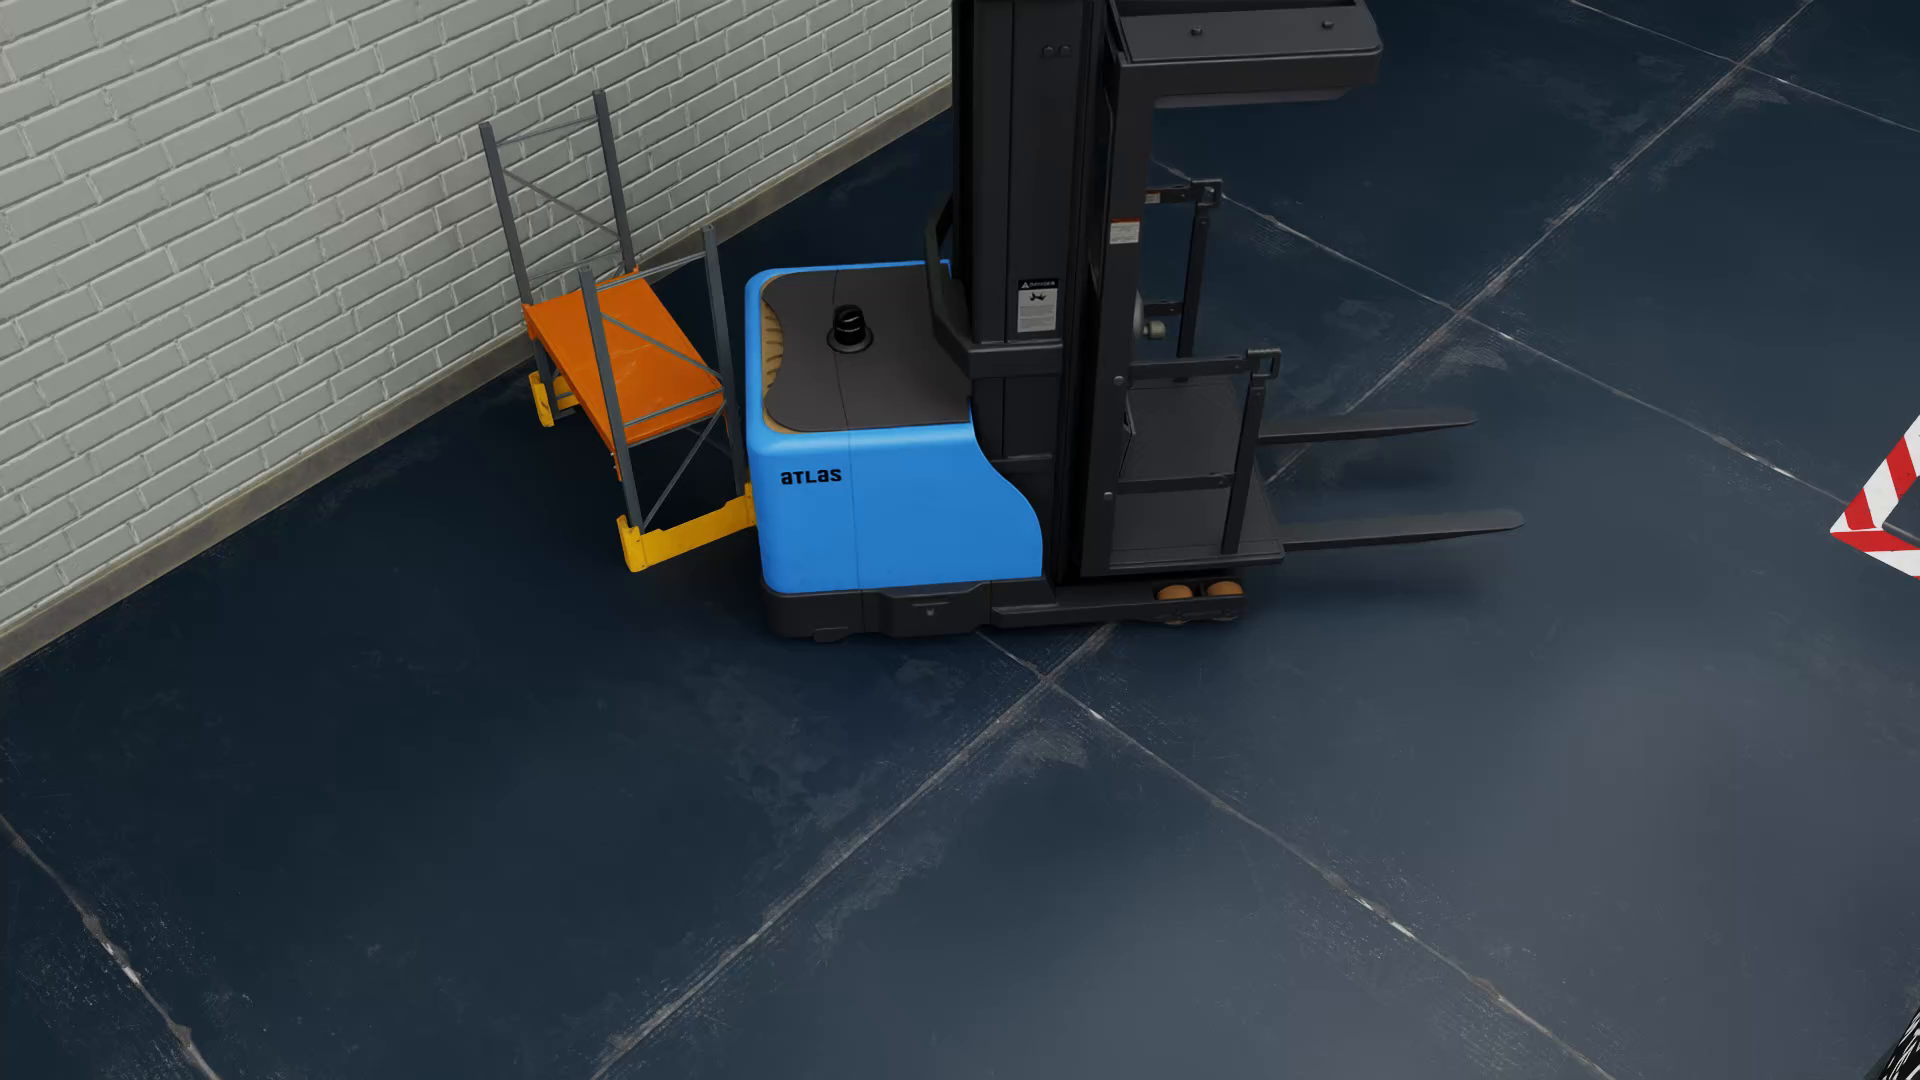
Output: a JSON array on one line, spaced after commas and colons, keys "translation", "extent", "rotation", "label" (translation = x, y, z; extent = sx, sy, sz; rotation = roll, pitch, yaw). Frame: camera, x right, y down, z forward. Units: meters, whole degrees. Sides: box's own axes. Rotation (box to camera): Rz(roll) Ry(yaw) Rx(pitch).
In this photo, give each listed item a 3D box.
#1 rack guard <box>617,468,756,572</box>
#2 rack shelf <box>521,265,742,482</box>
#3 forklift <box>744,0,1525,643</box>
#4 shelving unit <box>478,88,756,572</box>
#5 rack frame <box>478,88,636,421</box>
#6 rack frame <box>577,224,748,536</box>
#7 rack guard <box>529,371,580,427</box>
[{"translation": [-1.094, -0.083, 6.765], "extent": [0.587, 0.250, 0.087], "rotation": [-23, 51, -20], "label": "rack guard"}, {"translation": [-1.340, -0.695, 6.729], "extent": [0.538, 0.185, 1.000], "rotation": [-23, 51, -20], "label": "rack shelf"}, {"translation": [0.712, -1.054, 5.837], "extent": [3.031, 2.935, 1.130], "rotation": [-4, 47, -4], "label": "forklift"}, {"translation": [-1.344, -0.824, 6.604], "extent": [0.587, 1.500, 1.083], "rotation": [-23, 51, -20], "label": "shelving unit"}, {"translation": [-1.596, -1.139, 6.899], "extent": [0.500, 1.500, 0.032], "rotation": [-23, 51, -20], "label": "rack frame"}, {"translation": [-1.084, -0.498, 6.298], "extent": [0.500, 1.500, 0.032], "rotation": [-23, 51, -20], "label": "rack frame"}, {"translation": [-1.595, -0.710, 7.354], "extent": [0.587, 0.250, 0.087], "rotation": [-23, 51, -20], "label": "rack guard"}]
